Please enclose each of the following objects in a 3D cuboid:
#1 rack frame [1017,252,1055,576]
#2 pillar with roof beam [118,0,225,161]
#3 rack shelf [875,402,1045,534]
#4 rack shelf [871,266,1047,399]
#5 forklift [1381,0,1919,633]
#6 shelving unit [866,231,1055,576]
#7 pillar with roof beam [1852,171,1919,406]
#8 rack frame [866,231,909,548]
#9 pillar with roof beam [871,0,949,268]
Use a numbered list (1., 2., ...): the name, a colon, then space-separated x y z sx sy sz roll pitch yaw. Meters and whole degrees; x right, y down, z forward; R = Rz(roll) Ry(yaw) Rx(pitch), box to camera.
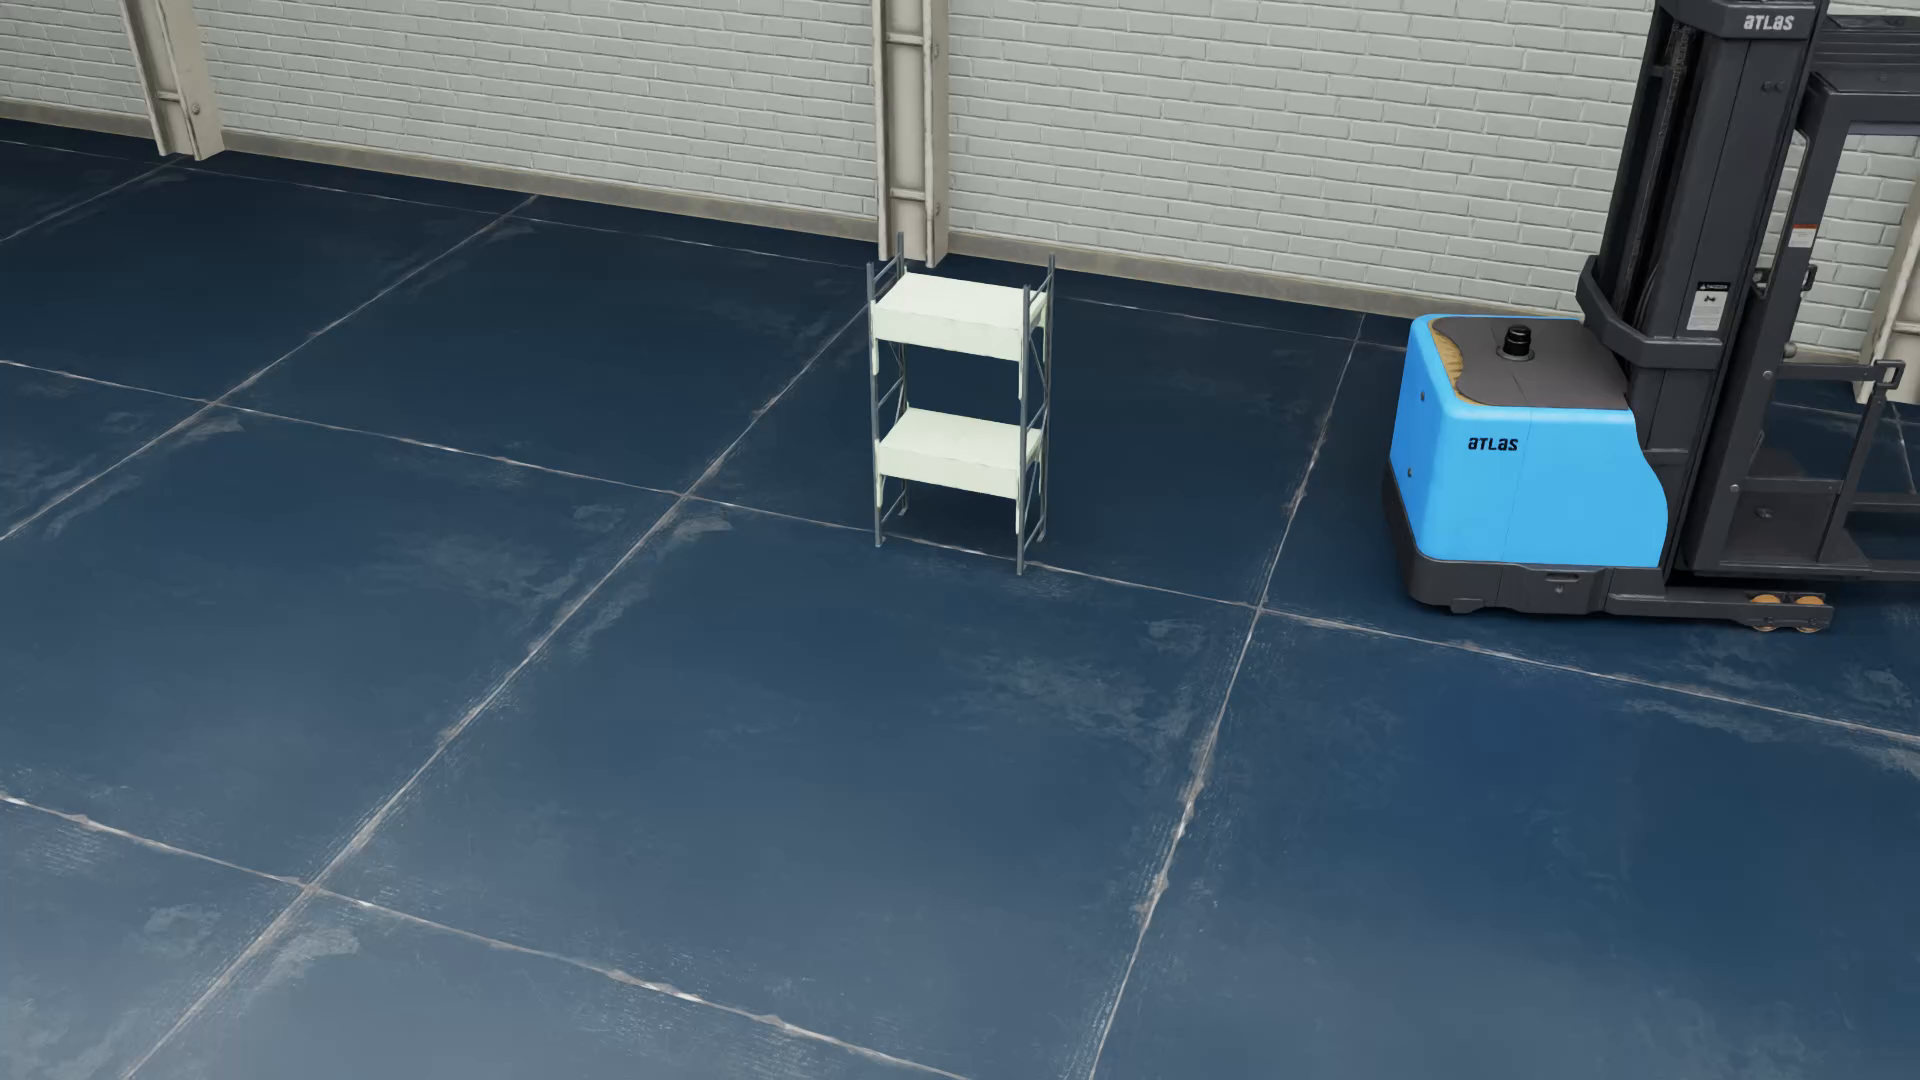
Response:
1. rack frame: 0.351 -0.562 7.738 0.023 1.500 0.400 11 34 16
2. pillar with roof beam: -7.410 -4.603 7.083 0.400 9.000 9.100 11 34 16
3. rack shelf: 0.006 -0.355 8.018 0.720 0.370 0.431 11 34 16
4. rack shelf: 0.006 -0.957 7.630 0.720 0.370 0.431 11 34 16
5. forklift: 3.623 -1.107 7.263 3.031 2.935 1.130 2 33 3
6. shelving unit: 0.006 -0.629 7.841 0.755 1.500 0.431 11 34 16
7. pillar with roof beam: 3.886 -2.407 3.681 0.400 9.000 9.100 11 34 16
8. rack frame: -0.338 -0.696 7.945 0.023 1.500 0.400 11 34 16
9. pillar with roof beam: -1.762 -3.505 5.382 0.400 9.000 9.100 11 34 16
